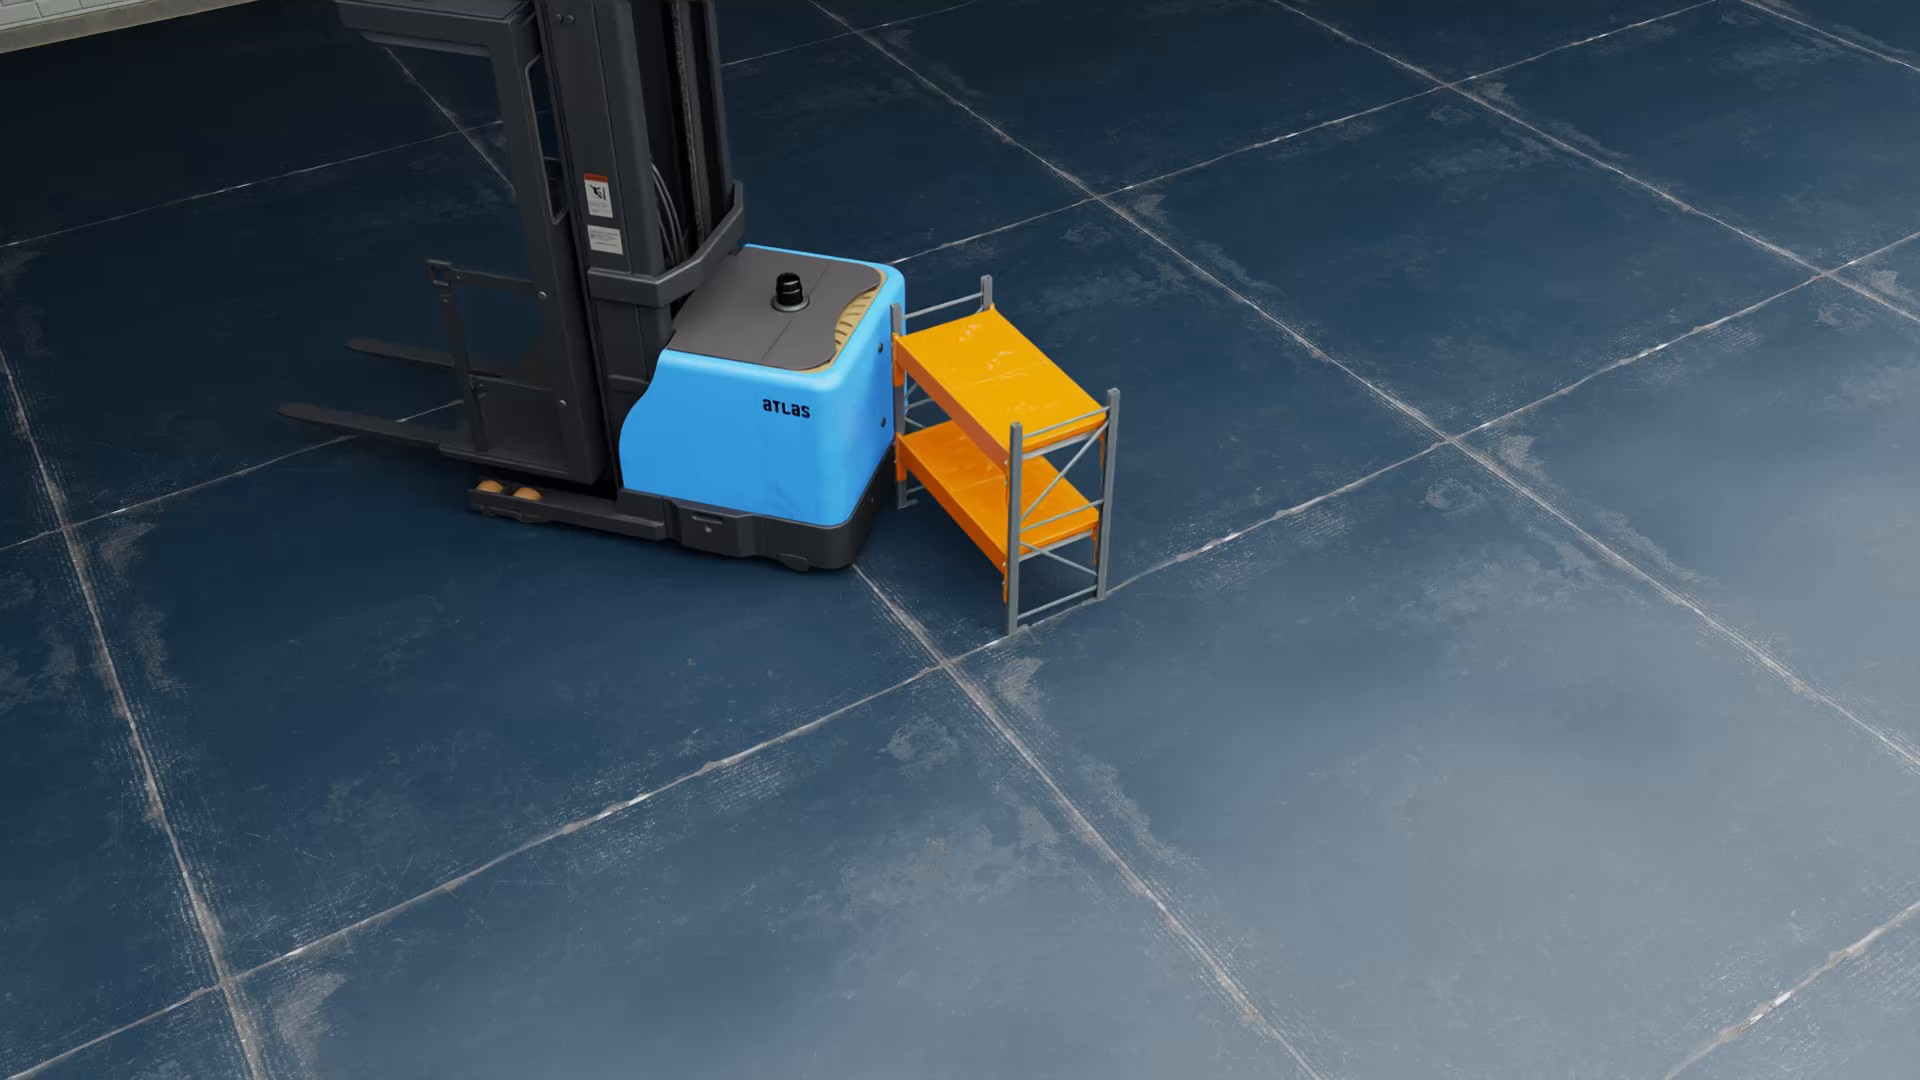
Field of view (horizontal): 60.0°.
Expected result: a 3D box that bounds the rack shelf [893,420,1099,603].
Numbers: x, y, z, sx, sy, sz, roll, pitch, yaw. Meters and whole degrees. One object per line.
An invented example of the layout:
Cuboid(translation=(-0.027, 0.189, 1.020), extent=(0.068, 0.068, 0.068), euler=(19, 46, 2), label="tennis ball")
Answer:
Cuboid(translation=(0.170, -0.192, 7.484), extent=(0.538, 0.278, 1.000), euler=(-20, 44, -22), label="rack shelf")

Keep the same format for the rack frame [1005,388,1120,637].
Cuboid(translation=(0.421, -0.097, 6.988), extent=(0.500, 1.125, 0.032), euler=(-20, 44, -22), label="rack frame")

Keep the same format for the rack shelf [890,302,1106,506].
Cuboid(translation=(0.170, -0.605, 7.140), extent=(0.538, 0.278, 1.000), euler=(-20, 44, -22), label="rack shelf")

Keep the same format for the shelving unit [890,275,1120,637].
Cuboid(translation=(0.170, -0.380, 7.327), extent=(0.538, 1.125, 1.048), euler=(-20, 44, -22), label="shelving unit")

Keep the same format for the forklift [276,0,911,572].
Cuboid(translation=(-1.814, -1.518, 7.283), extent=(3.031, 2.935, 1.130), euler=(11, 41, 13), label="forklift")

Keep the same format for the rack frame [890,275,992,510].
Cuboid(translation=(-0.081, -0.663, 7.667), extent=(0.500, 1.125, 0.032), euler=(-20, 44, -22), label="rack frame")
